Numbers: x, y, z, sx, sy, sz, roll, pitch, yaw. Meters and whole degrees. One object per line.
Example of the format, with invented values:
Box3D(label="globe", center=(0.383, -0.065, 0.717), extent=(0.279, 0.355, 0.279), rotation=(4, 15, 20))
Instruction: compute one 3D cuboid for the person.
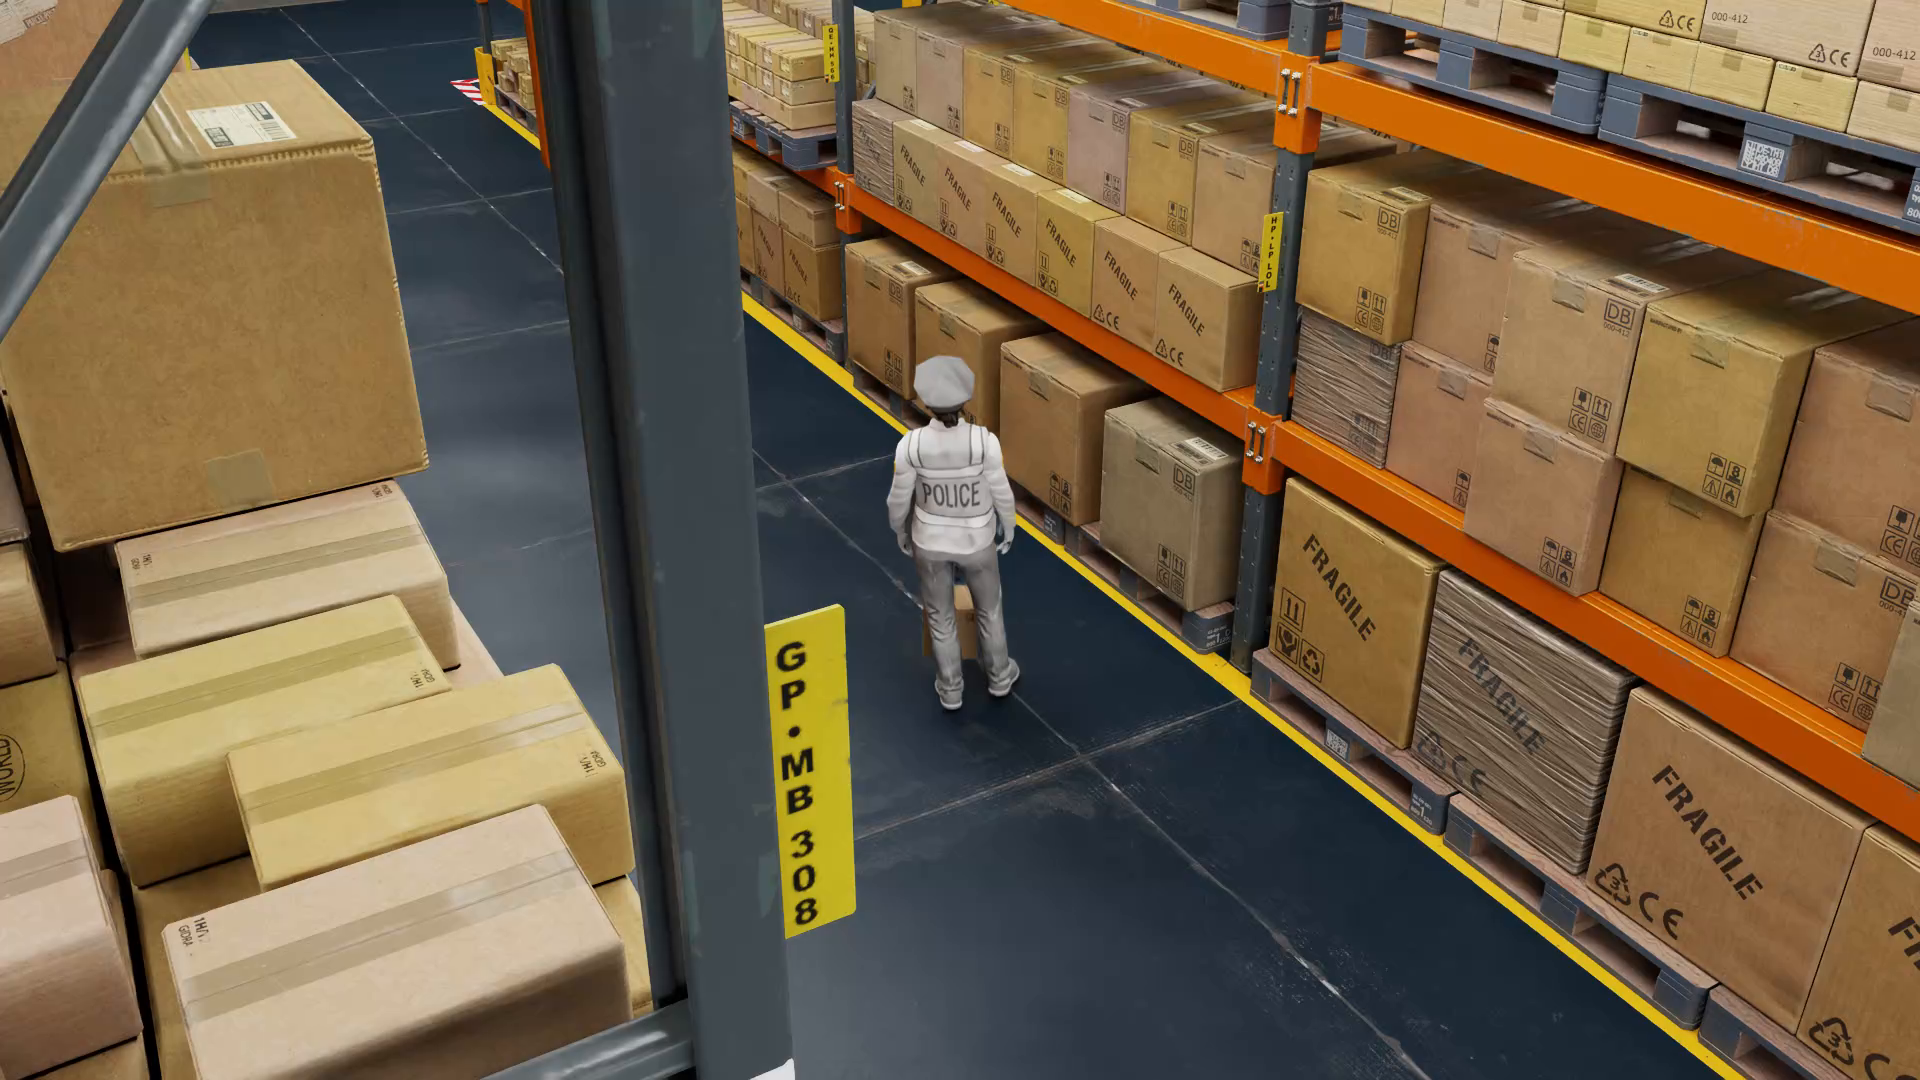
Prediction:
Box3D(label="person", center=(-0.018, -0.031, 7.129), extent=(0.568, 1.696, 0.539), rotation=(1, 29, 2))
